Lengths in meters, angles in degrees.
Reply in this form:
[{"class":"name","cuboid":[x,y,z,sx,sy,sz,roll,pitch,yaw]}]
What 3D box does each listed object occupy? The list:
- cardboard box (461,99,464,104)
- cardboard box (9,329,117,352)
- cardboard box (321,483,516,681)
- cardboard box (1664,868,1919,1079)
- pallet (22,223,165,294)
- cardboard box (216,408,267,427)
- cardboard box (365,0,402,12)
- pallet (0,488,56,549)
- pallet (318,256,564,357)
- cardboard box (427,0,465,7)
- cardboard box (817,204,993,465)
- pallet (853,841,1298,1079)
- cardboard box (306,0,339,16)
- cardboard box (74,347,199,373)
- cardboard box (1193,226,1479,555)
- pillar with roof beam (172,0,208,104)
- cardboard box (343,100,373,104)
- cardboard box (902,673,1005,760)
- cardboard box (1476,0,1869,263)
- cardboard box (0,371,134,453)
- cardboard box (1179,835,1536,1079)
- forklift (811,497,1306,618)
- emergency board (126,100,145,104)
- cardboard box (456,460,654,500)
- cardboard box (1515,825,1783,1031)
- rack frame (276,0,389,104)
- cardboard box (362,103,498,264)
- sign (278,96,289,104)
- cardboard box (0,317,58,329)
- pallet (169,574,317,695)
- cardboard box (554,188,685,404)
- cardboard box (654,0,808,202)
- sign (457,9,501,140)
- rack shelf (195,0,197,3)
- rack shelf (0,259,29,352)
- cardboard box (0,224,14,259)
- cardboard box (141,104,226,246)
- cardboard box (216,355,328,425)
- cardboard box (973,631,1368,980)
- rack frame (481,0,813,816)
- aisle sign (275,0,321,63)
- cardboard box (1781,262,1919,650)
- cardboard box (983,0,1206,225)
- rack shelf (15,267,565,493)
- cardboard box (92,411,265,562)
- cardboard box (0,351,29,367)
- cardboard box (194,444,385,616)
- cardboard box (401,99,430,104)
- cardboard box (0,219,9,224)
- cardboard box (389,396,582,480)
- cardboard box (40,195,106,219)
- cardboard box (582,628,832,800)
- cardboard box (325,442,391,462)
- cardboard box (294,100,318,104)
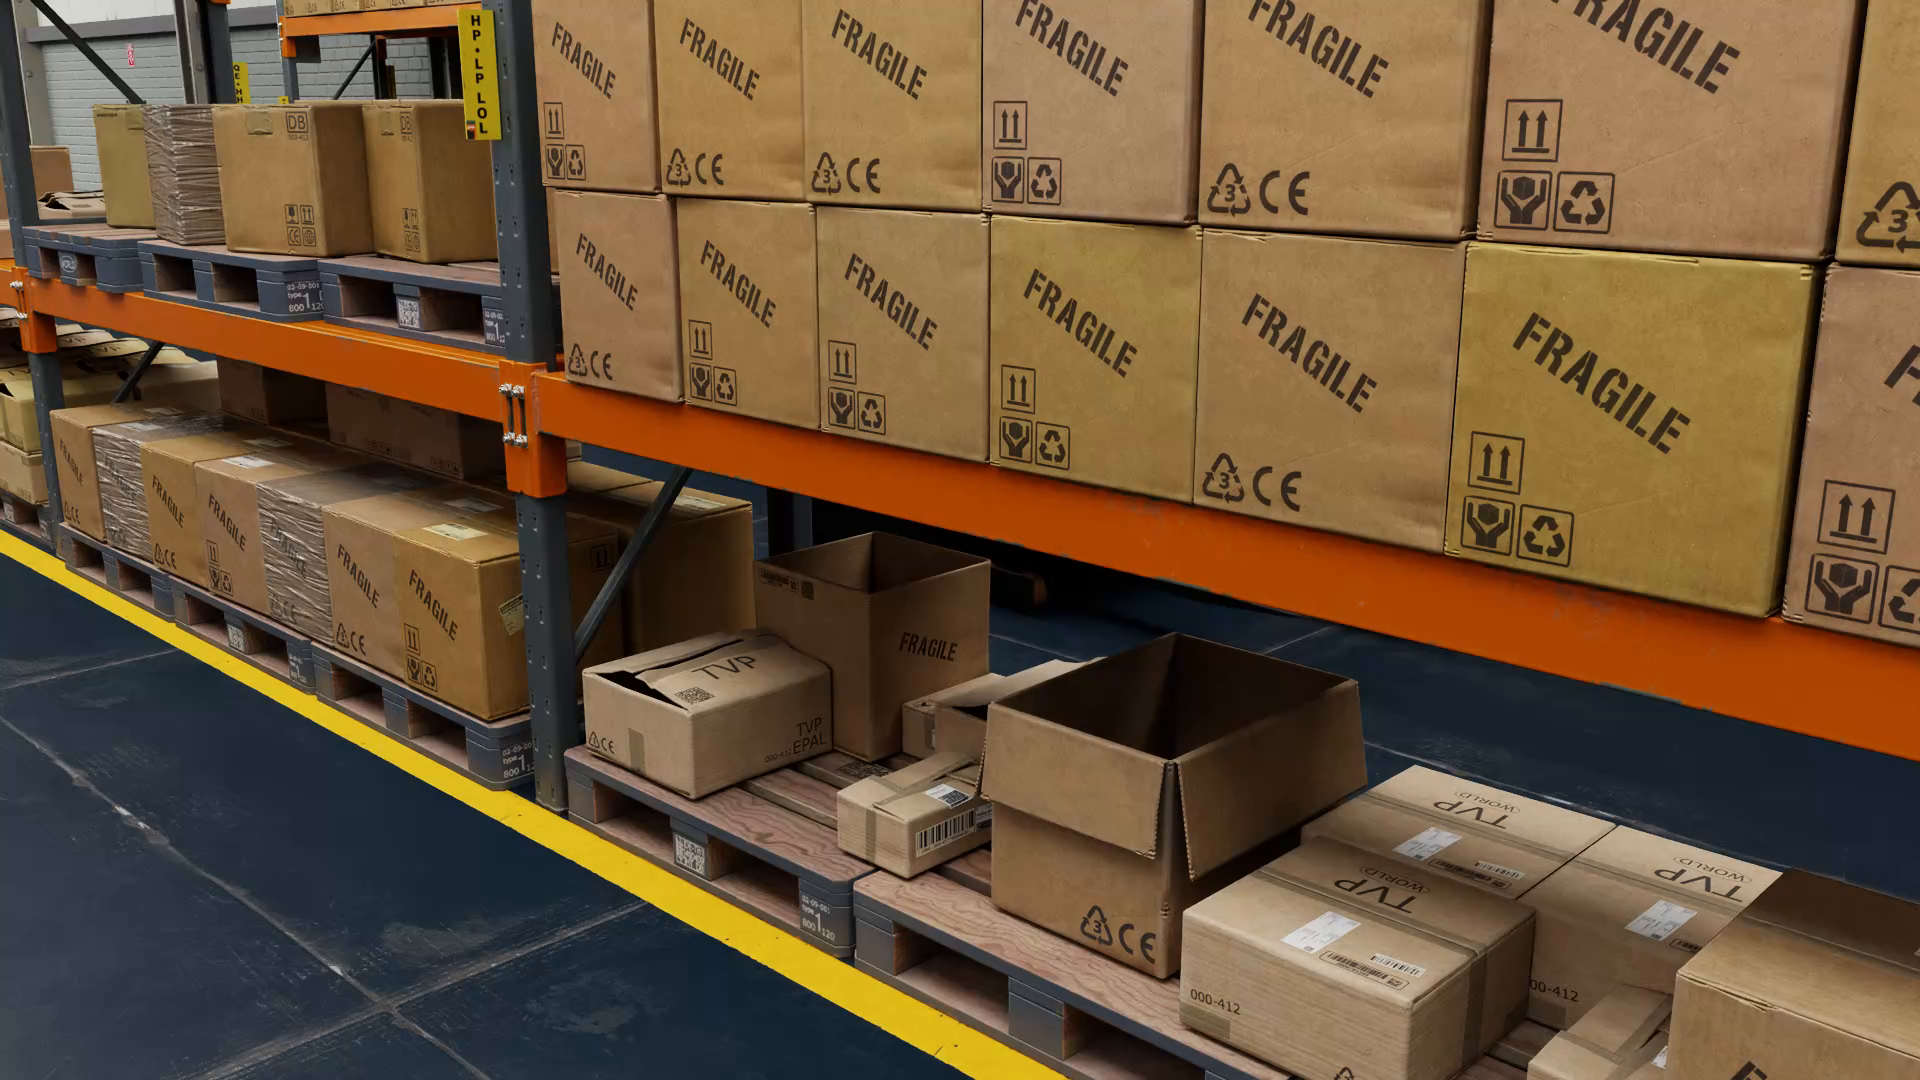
[{"class":"cardboard box","cuboid":[-3.744,-3.375,13.706,0.500,0.500,0.500,14,20,42]},{"class":"cardboard box","cuboid":[-5.038,-1.007,9.357,0.500,0.311,0.500,13,20,42]},{"class":"cardboard box","cuboid":[-1.770,0.126,5.584,0.500,0.500,0.500,14,20,42]},{"class":"cardboard box","cuboid":[1.452,0.898,2.622,0.500,0.500,0.500,14,20,42]},{"class":"pallet","cuboid":[-3.208,-1.250,7.159,1.003,0.211,1.213,14,20,42]},{"class":"cardboard box","cuboid":[-2.909,-0.331,7.337,0.500,0.500,0.500,-14,20,-42]},{"class":"cardboard box","cuboid":[-4.862,-4.873,14.500,0.500,0.500,0.500,-13,19,-41]},{"class":"pallet","cuboid":[-4.310,-0.250,8.473,1.213,0.211,1.003,14,20,42]},{"class":"pallet","cuboid":[-1.365,-0.815,5.492,1.213,0.211,1.003,14,20,42]},{"class":"cardboard box","cuboid":[-4.079,-4.692,13.804,0.500,0.500,0.500,12,19,38]},{"class":"cardboard box","cuboid":[0.042,-0.481,3.631,0.500,0.500,0.500,14,20,42]},{"class":"pallet","cuboid":[0.511,0.935,3.925,1.213,0.211,1.003,14,20,42]},{"class":"cardboard box","cuboid":[-5.639,-5.053,15.191,0.500,0.500,0.500,-13,19,-41]},{"class":"cardboard box","cuboid":[-4.302,-0.828,8.668,0.500,0.311,0.500,13,19,41]},{"class":"cardboard box","cuboid":[0.772,-0.304,2.952,0.500,0.500,0.500,14,20,43]},{"class":"pillar with roof beam","cuboid":[-12.271,-6.954,16.776,0.400,9.000,9.100,14,20,42]},{"class":"cardboard box","cuboid":[-5.217,-3.730,15.070,0.500,0.500,0.500,13,19,40]},{"class":"cardboard box","cuboid":[0.053,0.521,4.764,0.250,0.149,0.380,14,20,42]},{"class":"cardboard box","cuboid":[1.139,-0.697,2.476,0.500,0.500,0.500,-14,20,-43]},{"class":"cardboard box","cuboid":[-4.293,-0.639,7.945,0.500,0.311,0.500,-14,20,-43]},{"class":"cardboard box","cuboid":[0.789,0.847,3.312,0.500,0.250,0.500,14,20,42]},{"class":"forklift","cuboid":[0.463,-1.268,6.987,1.130,2.935,3.031,-13,19,-40]},{"class":"emergency board","cuboid":[-11.036,-5.272,22.217,0.643,1.169,0.194,14,20,42]},{"class":"cardboard box","cuboid":[-1.436,0.028,5.960,0.500,0.500,0.500,14,20,43]},{"class":"cardboard box","cuboid":[1.460,0.835,3.358,0.500,0.250,0.500,14,20,42]},{"class":"rack frame","cuboid":[-6.068,-3.748,16.368,0.127,3.000,1.000,14,20,42]},{"class":"cardboard box","cuboid":[-1.590,-1.232,5.681,0.700,0.500,0.500,-11,18,-35]},{"class":"sign","cuboid":[-6.445,-4.069,15.881,0.005,0.325,0.100,14,20,42]},{"class":"cardboard box","cuboid":[-5.755,-1.184,10.034,0.500,0.311,0.500,-14,20,-43]},{"class":"pallet","cuboid":[-2.360,0.252,6.546,1.213,0.211,1.003,14,20,42]},{"class":"cardboard box","cuboid":[-0.688,-0.658,4.310,0.500,0.500,0.500,-14,20,-43]},{"class":"cardboard box","cuboid":[-0.350,-1.057,3.858,0.500,0.500,0.500,13,19,40]},{"class":"sign","cuboid":[-1.248,-1.207,4.320,0.005,0.325,0.100,14,20,42]},{"class":"rack shelf","cuboid":[-5.185,-2.902,8.598,4.000,0.370,1.077,14,20,42]},{"class":"rack shelf","cuboid":[-5.185,-1.450,8.976,4.000,0.370,1.077,14,20,42]},{"class":"cardboard box","cuboid":[-4.584,-1.434,7.985,0.250,0.149,0.380,14,20,42]},{"class":"cardboard box","cuboid":[-2.687,-1.415,6.384,0.700,0.500,0.500,-10,18,-34]},{"class":"cardboard box","cuboid":[-2.865,-0.684,7.207,0.500,0.250,0.500,-14,20,-42]},{"class":"cardboard box","cuboid":[0.491,0.575,3.856,0.637,0.503,0.797,14,20,42]},{"class":"rack frame","cuboid":[-0.865,-0.748,4.855,0.127,3.000,1.000,14,20,42]},{"class":"aisle sign","cuboid":[-6.328,-4.964,15.880,0.004,0.787,0.394,14,20,42]},{"class":"cardboard box","cuboid":[1.503,-0.126,2.267,0.500,0.500,0.500,-14,20,-42]},{"class":"cardboard box","cuboid":[0.392,-0.877,3.166,0.500,0.500,0.500,-14,20,-42]},{"class":"rack shelf","cuboid":[-2.305,-0.750,6.289,4.000,0.370,1.077,14,20,42]},{"class":"cardboard box","cuboid":[-3.235,-0.230,6.949,0.500,0.500,0.500,13,19,40]},{"class":"cardboard box","cuboid":[-5.033,-0.818,8.631,0.500,0.311,0.500,13,20,42]},{"class":"cardboard box","cuboid":[-2.498,-0.050,6.262,0.500,0.500,0.500,13,19,40]},{"class":"cardboard box","cuboid":[-4.462,-3.551,14.383,0.500,0.500,0.500,13,19,41]},{"class":"cardboard box","cuboid":[-4.702,-1.540,8.391,0.380,0.149,0.250,-13,19,-40]},{"class":"cardboard box","cuboid":[-1.764,-0.418,6.186,0.500,0.250,0.500,14,20,42]},{"class":"cardboard box","cuboid":[-3.976,-1.477,7.828,0.500,0.311,0.500,-13,19,-41]},{"class":"cardboard box","cuboid":[-0.713,0.453,4.706,0.500,0.311,0.500,14,20,42]},{"class":"cardboard box","cuboid":[-2.154,-0.149,6.641,0.500,0.500,0.500,13,19,40]},{"class":"cardboard box","cuboid":[-5.933,-3.910,15.760,0.500,0.500,0.500,14,20,42]}]
